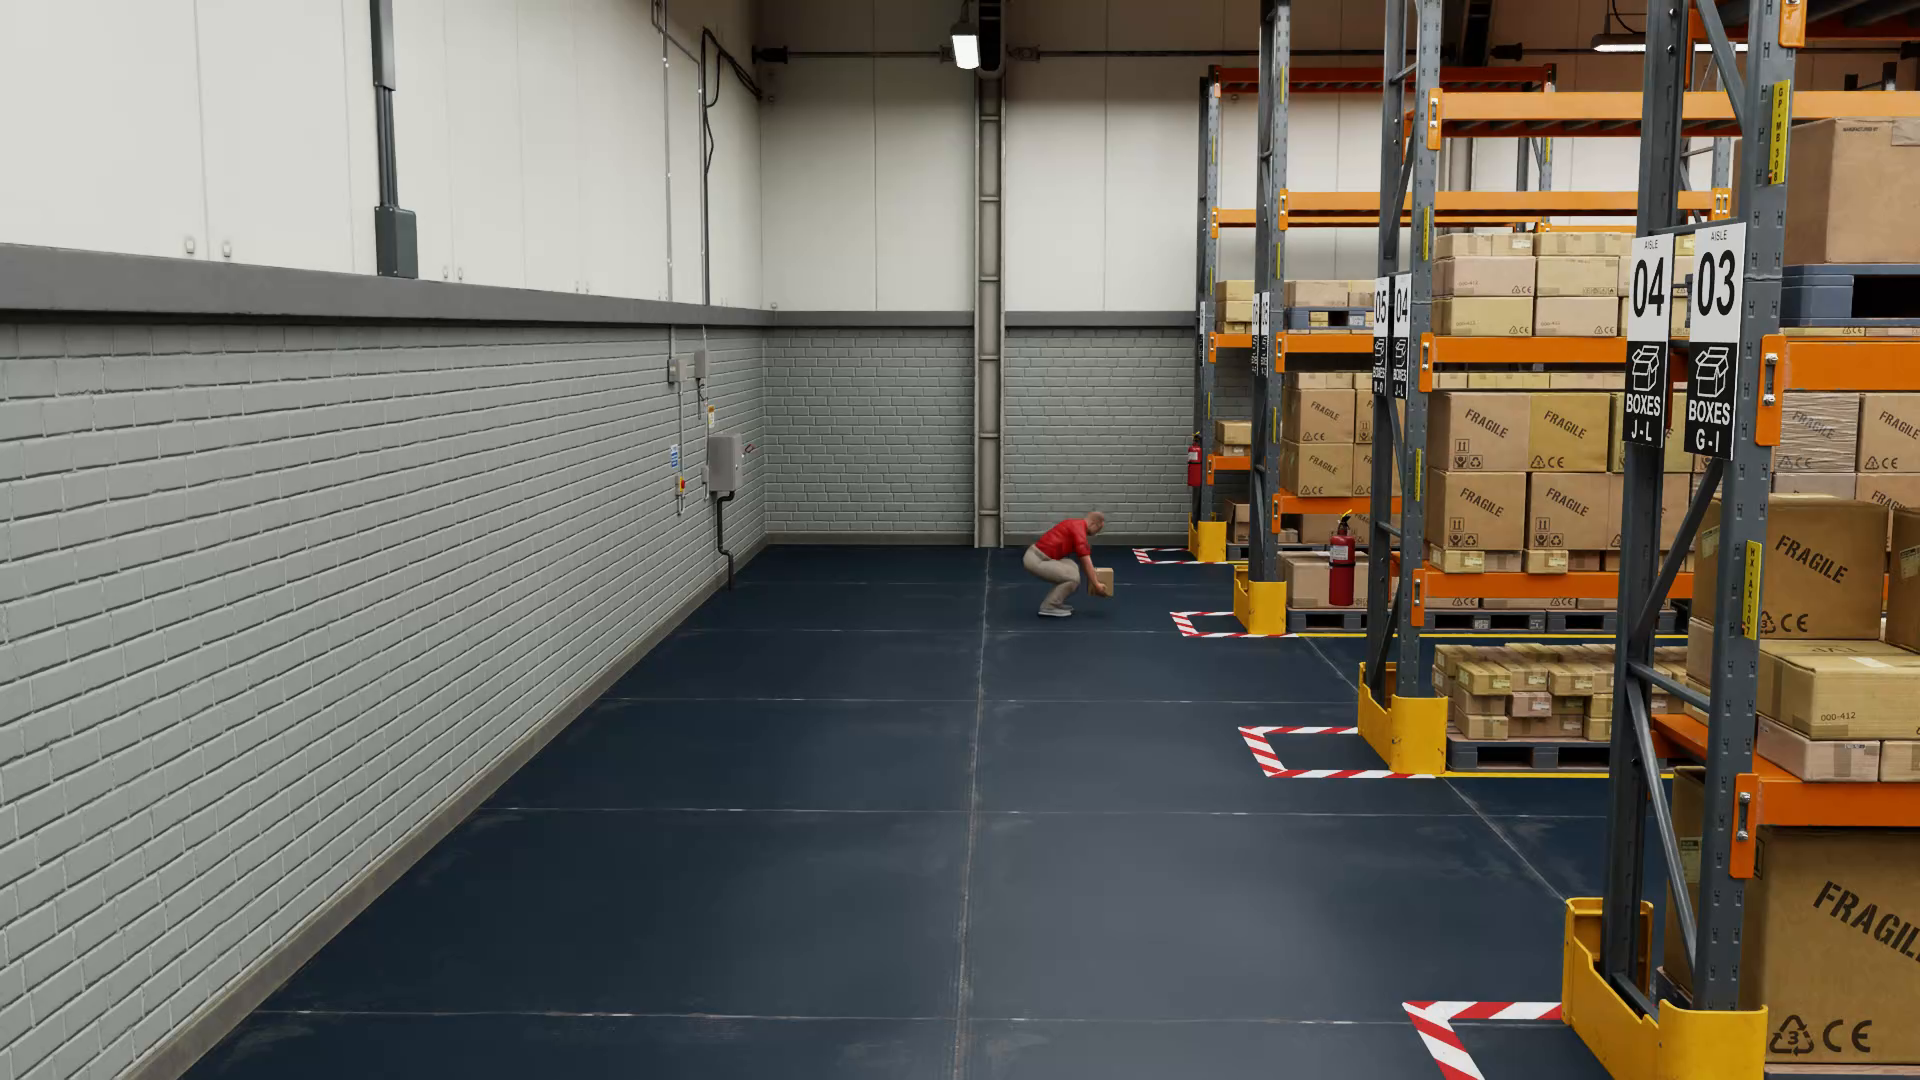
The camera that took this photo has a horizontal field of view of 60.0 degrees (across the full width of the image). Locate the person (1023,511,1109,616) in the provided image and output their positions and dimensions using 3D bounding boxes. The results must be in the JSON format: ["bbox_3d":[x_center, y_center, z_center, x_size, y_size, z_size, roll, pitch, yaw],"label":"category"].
[{"bbox_3d":[1.061,0.227,16.785,0.856,1.046,0.573,0,7,1],"label":"person"}]
